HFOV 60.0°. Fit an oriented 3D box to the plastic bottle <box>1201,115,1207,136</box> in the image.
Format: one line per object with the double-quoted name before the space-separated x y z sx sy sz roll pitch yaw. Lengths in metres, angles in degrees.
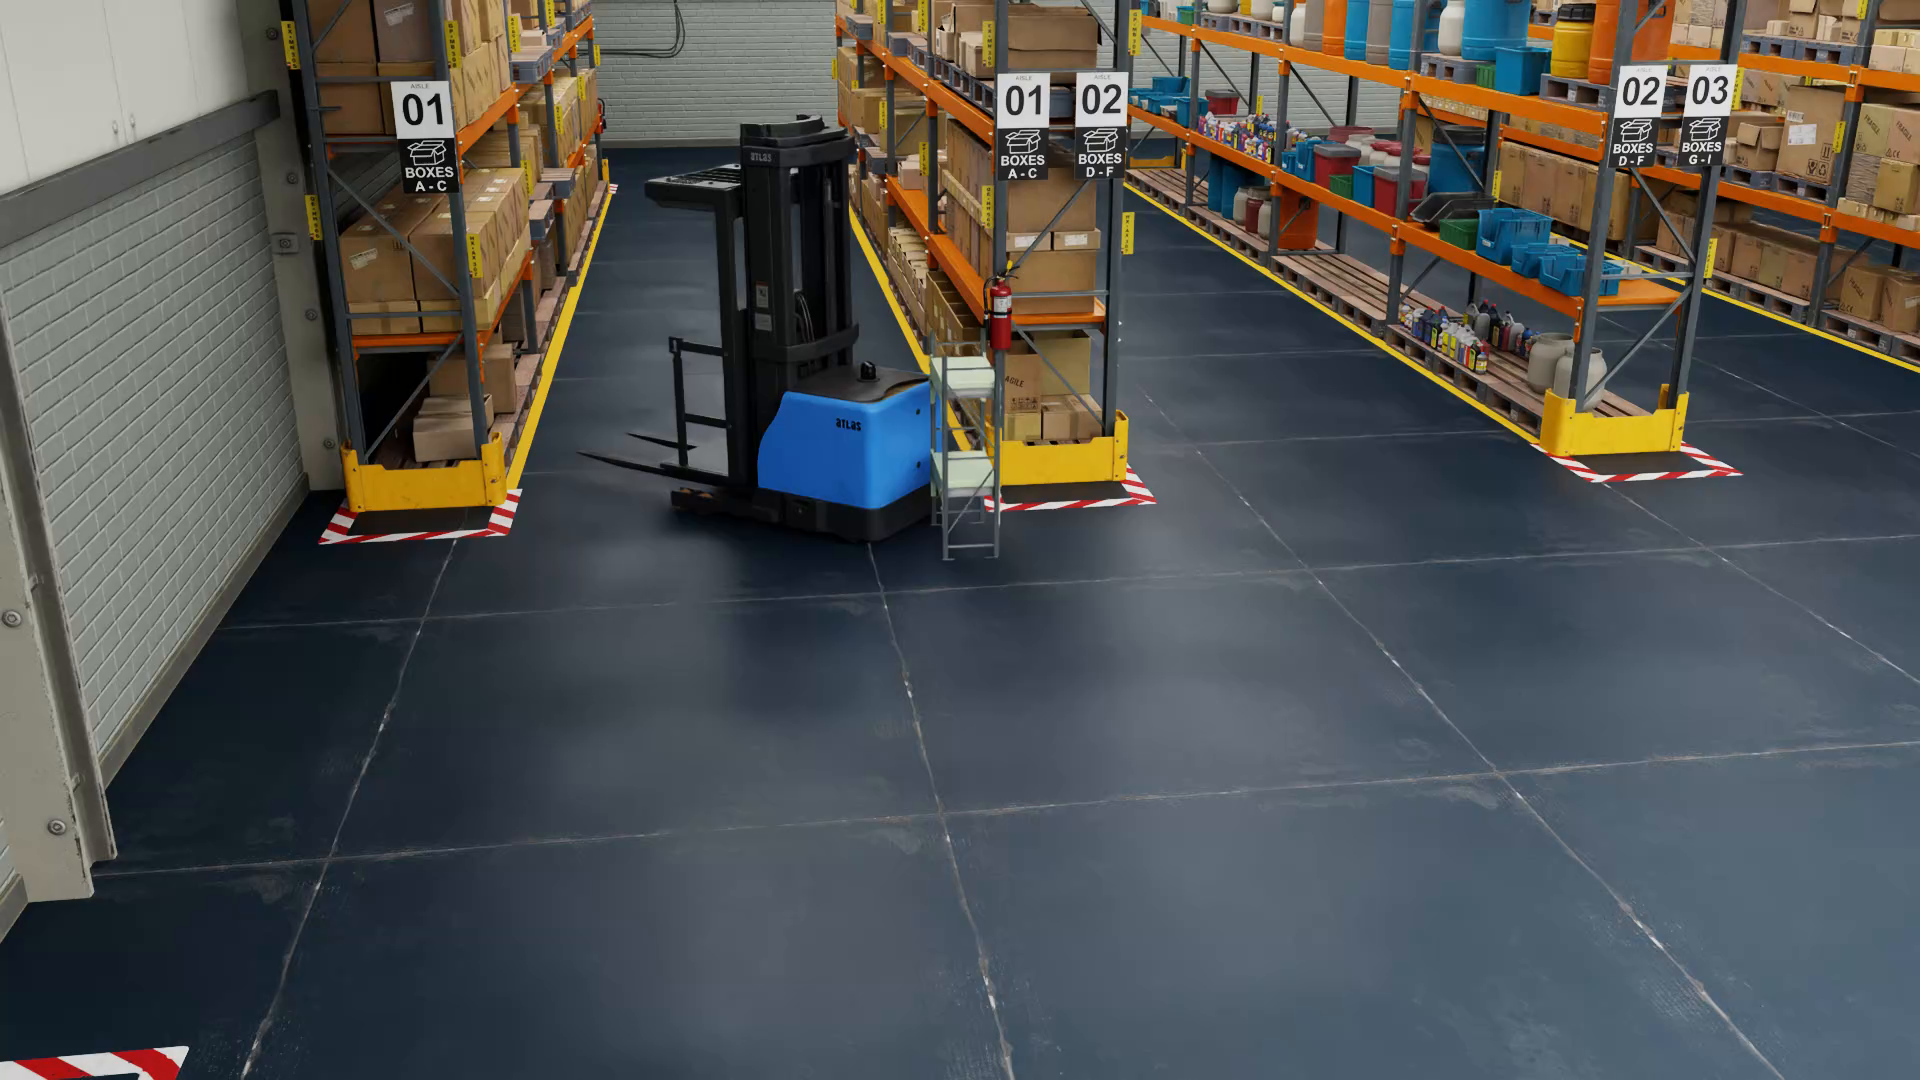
"plastic bottle" 3.580 -6.083 24.382 0.061 0.283 0.133 -3 21 -8

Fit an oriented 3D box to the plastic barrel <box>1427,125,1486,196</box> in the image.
"plastic barrel" 5.327 -3.946 17.778 0.600 0.901 0.708 -3 21 -8

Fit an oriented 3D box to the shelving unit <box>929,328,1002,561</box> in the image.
"shelving unit" 0.030 -0.691 11.923 0.431 1.500 0.755 -3 21 -7

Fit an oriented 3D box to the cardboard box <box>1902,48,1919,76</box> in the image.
"cardboard box" 9.877 -4.795 16.696 0.500 0.250 0.500 -3 21 -8

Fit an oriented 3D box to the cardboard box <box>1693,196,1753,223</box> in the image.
"cardboard box" 9.621 -4.170 20.966 0.500 0.250 0.500 -1 20 -2

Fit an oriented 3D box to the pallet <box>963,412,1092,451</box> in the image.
"pallet" 0.606 -0.885 14.285 1.003 0.211 1.213 -3 21 -8

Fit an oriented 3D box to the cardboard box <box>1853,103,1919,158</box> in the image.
"cardboard box" 9.798 -4.298 17.440 0.500 0.500 0.500 -3 21 -8

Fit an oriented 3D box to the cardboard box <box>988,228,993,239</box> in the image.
"cardboard box" 0.438 -2.581 13.771 0.380 0.149 0.250 -3 21 -9

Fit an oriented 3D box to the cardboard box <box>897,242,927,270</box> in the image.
"cardboard box" -0.455 -3.316 19.335 0.500 0.311 0.500 -3 21 -9

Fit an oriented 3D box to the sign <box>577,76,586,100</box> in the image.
"sign" -5.338 -6.369 23.439 0.100 0.325 0.005 -3 21 -8

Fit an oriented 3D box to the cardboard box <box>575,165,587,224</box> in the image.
"cardboard box" -5.651 -4.804 23.263 0.750 0.750 0.750 -3 21 -7

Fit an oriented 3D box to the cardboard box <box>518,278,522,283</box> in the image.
"cardboard box" -4.967 -2.528 17.642 0.700 0.500 0.500 -3 21 -9

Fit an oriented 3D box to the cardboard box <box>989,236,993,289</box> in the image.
"cardboard box" 0.623 -2.320 13.997 0.700 0.500 0.500 -2 21 -6

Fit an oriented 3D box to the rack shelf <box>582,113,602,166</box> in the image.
"rack shelf" -6.162 -6.188 25.525 1.077 0.370 4.000 -3 21 -8

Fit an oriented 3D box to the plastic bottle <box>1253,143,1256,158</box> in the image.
"plastic bottle" 3.952 -5.195 22.121 0.097 0.201 0.097 0 20 0

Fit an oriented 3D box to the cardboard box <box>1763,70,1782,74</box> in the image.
"cardboard box" 13.339 -7.780 26.761 0.500 0.500 0.500 -4 21 -9

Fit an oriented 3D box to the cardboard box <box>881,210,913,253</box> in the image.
"cardboard box" -0.763 -4.046 21.705 0.500 0.500 0.500 -2 21 -6

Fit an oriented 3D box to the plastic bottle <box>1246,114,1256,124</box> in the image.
"plastic bottle" 4.307 -6.154 24.583 0.152 0.276 0.135 -3 21 -8

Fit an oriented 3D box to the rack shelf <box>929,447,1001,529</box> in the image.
"rack shelf" 0.030 -0.386 12.037 0.431 0.370 0.720 -3 21 -7

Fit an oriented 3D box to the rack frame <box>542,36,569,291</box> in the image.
"rack frame" -5.297 -4.448 19.837 1.000 3.000 0.127 -3 21 -8

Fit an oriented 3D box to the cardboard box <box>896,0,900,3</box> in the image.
"cardboard box" -0.526 -6.947 20.670 0.500 0.500 0.500 -3 21 -8

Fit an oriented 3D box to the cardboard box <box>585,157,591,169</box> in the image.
"cardboard box" -5.824 -5.735 25.329 0.380 0.149 0.250 -4 21 -9

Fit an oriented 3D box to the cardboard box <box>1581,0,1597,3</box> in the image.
"cardboard box" 9.092 -7.554 23.118 0.797 0.503 0.637 -3 21 -8

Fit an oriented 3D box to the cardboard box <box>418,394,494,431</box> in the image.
"cardboard box" -4.237 -1.066 13.997 0.500 0.311 0.500 -1 21 -3

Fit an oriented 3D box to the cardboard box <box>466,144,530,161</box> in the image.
"cardboard box" -4.959 -3.914 17.636 0.700 0.500 0.500 0 20 0

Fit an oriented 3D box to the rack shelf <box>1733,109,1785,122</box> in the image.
"rack shelf" 13.466 -7.153 28.108 1.077 0.370 4.000 -3 21 -8

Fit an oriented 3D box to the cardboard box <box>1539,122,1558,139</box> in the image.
"cardboard box" 8.795 -6.110 24.144 0.500 0.500 0.500 -3 21 -9

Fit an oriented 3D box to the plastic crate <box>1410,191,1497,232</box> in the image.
"plastic crate" 5.033 -3.346 16.975 0.767 0.338 0.504 -3 21 -8

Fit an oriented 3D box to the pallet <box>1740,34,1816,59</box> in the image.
"pallet" 9.848 -5.707 19.192 1.213 0.211 1.003 -3 21 -8

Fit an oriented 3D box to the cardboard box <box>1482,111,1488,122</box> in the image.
"cardboard box" 8.426 -6.643 26.073 0.380 0.149 0.250 -3 21 -7

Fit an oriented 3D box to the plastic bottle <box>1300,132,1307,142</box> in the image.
"plastic bottle" 4.655 -5.381 22.520 0.097 0.271 0.097 0 20 0

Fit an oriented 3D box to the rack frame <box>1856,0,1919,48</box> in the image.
"rack frame" 9.984 -6.623 17.086 1.000 3.000 0.127 -3 21 -8

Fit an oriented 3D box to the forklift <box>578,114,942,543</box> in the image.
"forklift" -1.634 -1.710 12.606 3.031 2.935 1.130 12 23 28

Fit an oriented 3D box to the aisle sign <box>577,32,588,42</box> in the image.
"aisle sign" -6.164 -8.475 26.906 0.394 0.787 0.004 -3 21 -8

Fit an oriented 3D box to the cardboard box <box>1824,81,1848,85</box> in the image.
"cardboard box" 13.402 -6.899 25.309 0.380 0.149 0.250 -2 21 -6

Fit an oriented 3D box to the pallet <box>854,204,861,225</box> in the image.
"pallet" -1.070 -5.015 25.342 1.003 0.211 1.213 -3 21 -8

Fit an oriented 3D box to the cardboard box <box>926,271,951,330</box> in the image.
"cardboard box" -0.062 -2.397 16.606 0.500 0.500 0.500 -3 21 -8

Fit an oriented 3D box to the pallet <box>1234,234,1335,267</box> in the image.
"pallet" 4.352 -3.912 22.388 1.003 0.211 1.213 -3 21 -8

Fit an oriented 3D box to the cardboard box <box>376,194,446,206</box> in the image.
"cardboard box" -4.636 -2.649 14.134 0.500 0.500 0.500 -3 21 -7

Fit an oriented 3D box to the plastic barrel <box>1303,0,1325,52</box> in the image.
"plastic barrel" 4.410 -6.292 19.772 0.600 0.901 0.600 0 20 0

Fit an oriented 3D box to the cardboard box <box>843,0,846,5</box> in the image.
"cardboard box" -1.521 -8.327 25.437 0.500 0.250 0.500 -3 21 -8

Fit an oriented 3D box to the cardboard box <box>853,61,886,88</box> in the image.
"cardboard box" -1.301 -6.761 24.459 0.500 0.500 0.500 -3 21 -7

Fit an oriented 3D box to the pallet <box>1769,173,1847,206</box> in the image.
"pallet" 10.018 -3.994 18.898 1.003 0.211 1.213 -3 21 -8

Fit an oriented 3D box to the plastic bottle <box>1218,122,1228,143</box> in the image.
"plastic bottle" 3.753 -5.774 23.566 0.152 0.276 0.135 -3 21 -8

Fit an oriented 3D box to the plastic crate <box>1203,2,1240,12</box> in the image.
"plastic crate" 4.022 -8.120 25.570 0.497 0.269 0.590 -3 21 -8

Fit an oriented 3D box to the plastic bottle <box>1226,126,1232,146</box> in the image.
"plastic bottle" 3.776 -5.650 23.241 0.097 0.271 0.097 0 20 0

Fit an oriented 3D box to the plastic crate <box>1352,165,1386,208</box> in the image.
"plastic crate" 4.616 -3.921 18.450 0.392 0.384 0.575 -3 21 -8

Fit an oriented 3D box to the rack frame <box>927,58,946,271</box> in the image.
"rack frame" 0.181 -3.314 16.802 1.000 3.000 0.127 -3 21 -8

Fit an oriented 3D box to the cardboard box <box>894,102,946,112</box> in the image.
"cardboard box" -0.541 -5.481 21.861 0.700 0.500 0.500 1 20 2

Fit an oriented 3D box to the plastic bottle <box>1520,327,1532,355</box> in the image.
"plastic bottle" 5.614 -1.972 16.481 0.097 0.271 0.097 0 20 0

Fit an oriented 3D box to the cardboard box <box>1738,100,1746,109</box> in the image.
"cardboard box" 13.185 -7.304 27.845 0.380 0.149 0.250 -3 21 -7

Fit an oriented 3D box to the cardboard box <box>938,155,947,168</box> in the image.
"cardboard box" -0.062 -3.983 18.451 0.500 0.500 0.500 -3 21 -8

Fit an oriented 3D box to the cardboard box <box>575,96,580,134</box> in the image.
"cardboard box" -5.558 -5.881 23.078 0.500 0.500 0.500 -3 21 -9

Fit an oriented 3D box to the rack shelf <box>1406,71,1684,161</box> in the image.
"rack shelf" 5.371 -3.938 15.214 1.077 0.370 4.000 -3 21 -8

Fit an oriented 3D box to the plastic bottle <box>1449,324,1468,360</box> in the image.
"plastic bottle" 4.904 -1.950 16.308 0.144 0.351 0.185 -2 21 -6

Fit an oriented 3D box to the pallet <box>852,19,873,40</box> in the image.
"pallet" -0.795 -6.813 22.151 1.213 0.211 1.003 -3 21 -8
